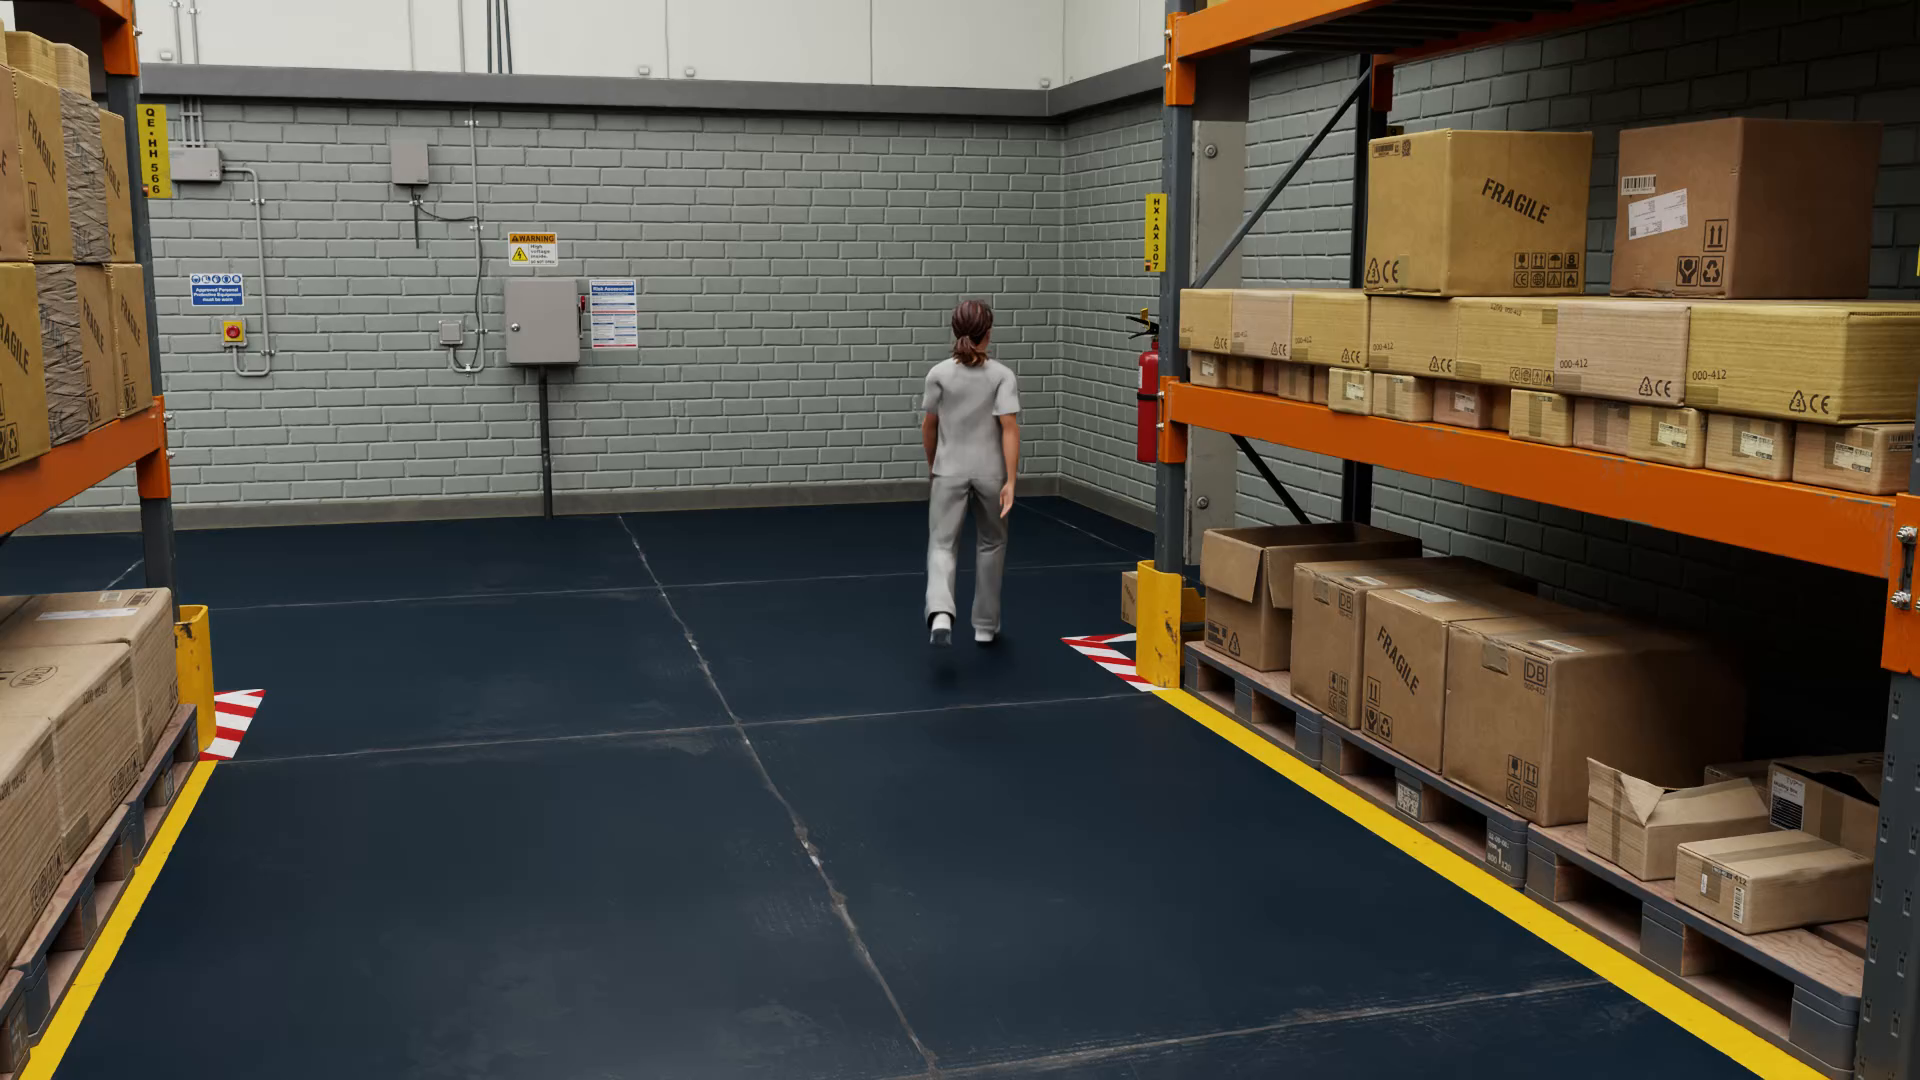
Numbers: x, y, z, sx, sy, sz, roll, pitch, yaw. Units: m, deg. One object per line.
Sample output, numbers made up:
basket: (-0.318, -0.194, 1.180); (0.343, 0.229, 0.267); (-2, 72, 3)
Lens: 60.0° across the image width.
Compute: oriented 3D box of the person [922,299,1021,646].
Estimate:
person: (0.051, -0.286, 7.621); (0.454, 1.620, 0.922); (0, 9, 3)
